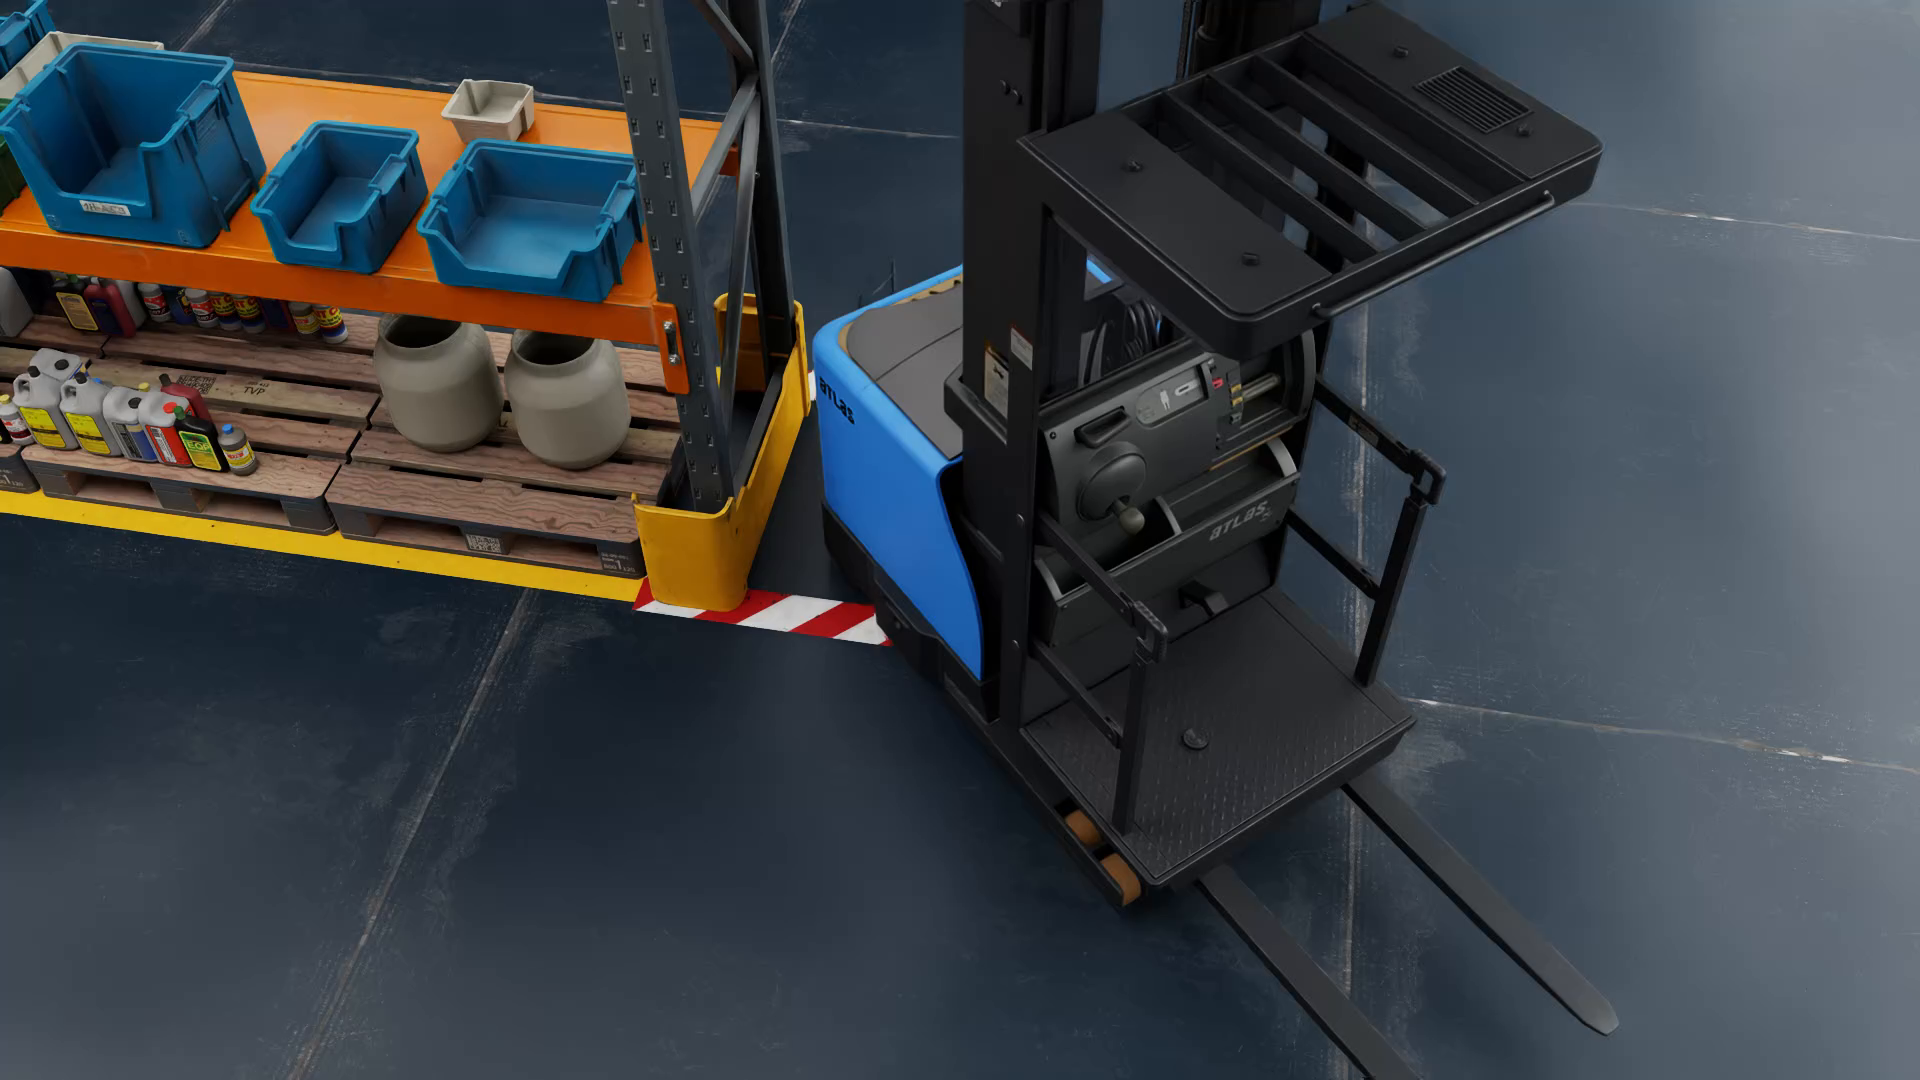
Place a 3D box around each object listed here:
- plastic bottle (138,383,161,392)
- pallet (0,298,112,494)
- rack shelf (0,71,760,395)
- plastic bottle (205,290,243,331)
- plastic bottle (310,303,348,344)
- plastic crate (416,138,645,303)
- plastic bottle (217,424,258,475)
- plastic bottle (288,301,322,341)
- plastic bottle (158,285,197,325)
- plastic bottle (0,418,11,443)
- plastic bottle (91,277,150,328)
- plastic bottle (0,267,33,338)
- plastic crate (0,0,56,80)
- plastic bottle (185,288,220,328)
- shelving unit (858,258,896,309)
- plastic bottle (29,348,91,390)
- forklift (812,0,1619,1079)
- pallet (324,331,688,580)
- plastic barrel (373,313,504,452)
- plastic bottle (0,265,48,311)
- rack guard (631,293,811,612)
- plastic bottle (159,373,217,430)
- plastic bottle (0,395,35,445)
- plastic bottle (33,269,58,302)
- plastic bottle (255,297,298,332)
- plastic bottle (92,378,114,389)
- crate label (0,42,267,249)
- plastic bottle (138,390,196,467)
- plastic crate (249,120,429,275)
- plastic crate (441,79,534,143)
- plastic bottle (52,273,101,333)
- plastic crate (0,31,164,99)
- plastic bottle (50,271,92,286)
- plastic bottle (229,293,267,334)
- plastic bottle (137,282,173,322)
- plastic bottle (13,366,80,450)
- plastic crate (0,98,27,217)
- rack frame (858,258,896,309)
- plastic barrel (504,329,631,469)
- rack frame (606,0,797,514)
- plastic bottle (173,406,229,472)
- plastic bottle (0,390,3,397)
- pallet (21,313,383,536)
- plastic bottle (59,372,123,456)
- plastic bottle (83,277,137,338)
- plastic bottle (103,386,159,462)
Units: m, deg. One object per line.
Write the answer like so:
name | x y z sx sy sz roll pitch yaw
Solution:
plastic bottle | -3.044 -0.508 6.276 0.097 0.201 0.097 0 48 0
pallet | -4.066 -0.687 6.725 1.213 0.211 1.003 8 49 7
rack shelf | -2.751 -1.233 5.825 4.000 0.370 1.077 8 49 7
plastic bottle | -2.948 -0.971 6.644 0.097 0.271 0.097 0 48 0
plastic bottle | -2.512 -0.912 6.591 0.097 0.271 0.097 0 48 0
plastic crate | -1.329 -1.007 5.238 0.616 0.251 0.499 8 49 7
plastic bottle | -2.668 -0.343 6.127 0.097 0.201 0.097 0 48 0
plastic bottle | -2.614 -0.902 6.630 0.097 0.201 0.097 0 48 0
plastic bottle | -3.147 -0.998 6.668 0.097 0.271 0.097 0 48 0
plastic bottle | -3.658 -0.490 6.204 0.133 0.283 0.061 10 49 9
plastic bottle | -3.368 -1.008 6.675 0.135 0.276 0.152 8 49 8
plastic bottle | -3.847 -0.964 6.635 0.135 0.276 0.152 8 49 7
plastic crate | -3.582 -1.741 5.898 0.616 0.251 0.499 8 49 7
plastic bottle | -3.045 -0.960 6.682 0.097 0.201 0.097 0 48 0
shelving unit | -0.206 -0.592 6.177 0.210 0.900 0.258 23 52 19
plastic bottle | -3.393 -0.595 6.303 0.135 0.276 0.152 8 49 7
forklift | 0.744 -0.246 4.500 1.130 2.935 3.031 -27 53 -22
pallet | -1.665 -0.364 6.435 1.213 0.211 1.003 8 49 7
plastic barrel | -1.938 -0.615 6.177 0.421 0.512 0.421 0 48 0
plastic bottle | -3.845 -1.100 6.707 0.185 0.351 0.144 5 48 5
rack guard | -0.866 -0.349 6.228 0.348 0.500 1.175 8 49 7
plastic bottle | -2.893 -0.502 6.215 0.133 0.283 0.061 8 49 7
plastic bottle | -3.539 -0.460 6.232 0.097 0.201 0.097 0 48 0
plastic bottle | -3.678 -1.087 6.740 0.133 0.283 0.061 11 49 9
plastic bottle | -2.731 -0.959 6.626 0.133 0.283 0.061 8 49 7
plastic bottle | -3.233 -0.528 6.293 0.097 0.201 0.097 0 48 0
crate label | -2.642 -1.266 5.348 0.616 0.435 0.502 8 49 7
plastic bottle | -2.911 -0.421 6.147 0.135 0.276 0.152 8 49 7
plastic crate | -1.967 -1.097 5.319 0.408 0.251 0.499 8 49 7
plastic crate | -1.607 -1.475 5.736 0.250 0.136 0.298 8 49 7
plastic bottle | -3.521 -0.957 6.623 0.133 0.283 0.061 8 49 7
plastic crate | -3.076 -1.621 5.867 0.437 0.136 0.530 8 49 7
plastic bottle | -3.528 -1.058 6.669 0.185 0.351 0.144 7 48 7
plastic bottle | -2.849 -0.957 6.632 0.097 0.271 0.097 0 48 0
plastic bottle | -3.247 -0.988 6.706 0.097 0.201 0.097 0 48 0
plastic bottle | -3.395 -0.508 6.175 0.185 0.351 0.144 7 48 7
plastic crate | -3.434 -1.281 5.527 0.662 0.188 0.450 8 49 7
rack frame | -0.294 -0.629 6.210 0.006 0.900 0.240 23 52 19
plastic barrel | -1.444 -0.549 6.117 0.421 0.512 0.421 0 48 0
rack frame | -0.783 -1.209 5.320 0.127 3.000 1.000 8 49 7
plastic bottle | -2.787 -0.372 6.098 0.133 0.283 0.061 9 49 8
plastic bottle | -3.662 -0.546 6.262 0.097 0.271 0.097 0 48 0
pallet | -2.862 -0.527 6.582 1.213 0.211 1.003 8 49 7
plastic bottle | -3.212 -0.484 6.153 0.185 0.351 0.144 9 49 8
plastic bottle | -3.387 -0.933 6.602 0.133 0.283 0.061 8 49 7
plastic bottle | -3.048 -0.440 6.164 0.135 0.276 0.152 6 48 6
